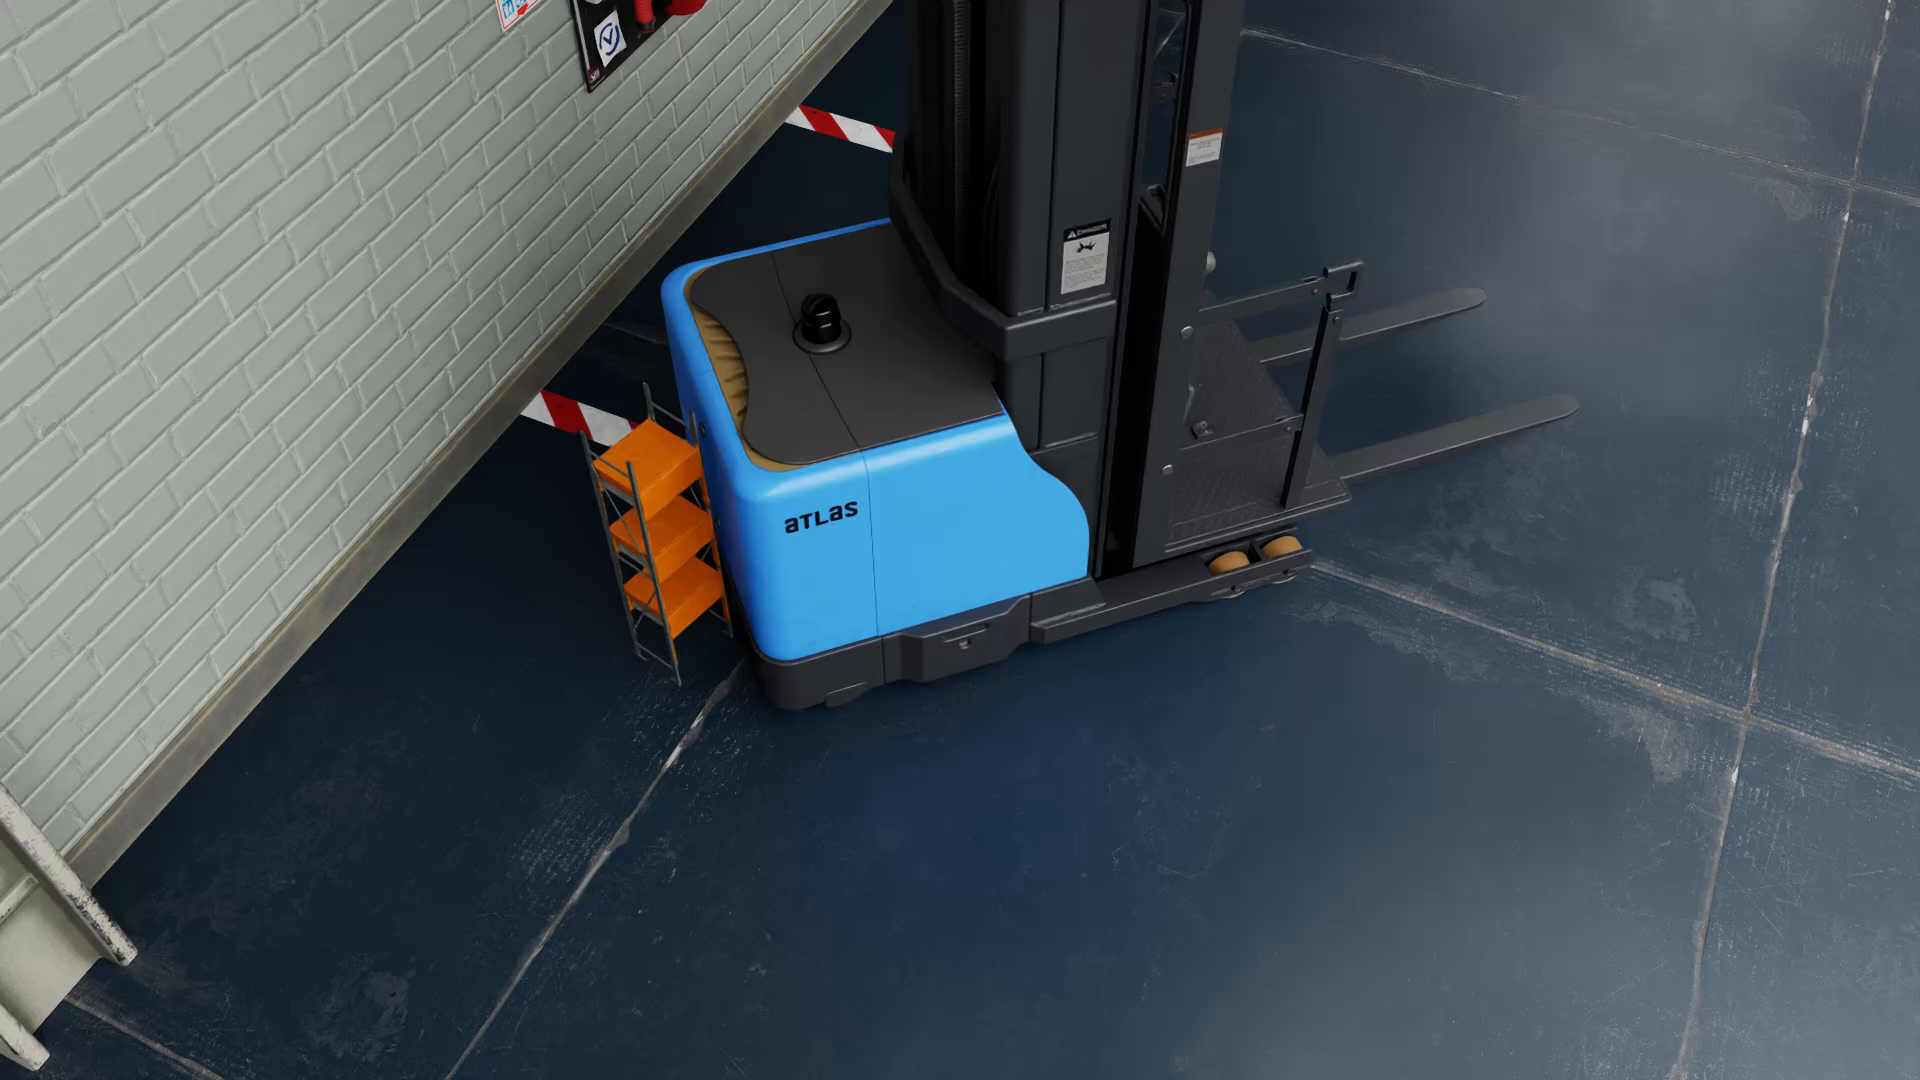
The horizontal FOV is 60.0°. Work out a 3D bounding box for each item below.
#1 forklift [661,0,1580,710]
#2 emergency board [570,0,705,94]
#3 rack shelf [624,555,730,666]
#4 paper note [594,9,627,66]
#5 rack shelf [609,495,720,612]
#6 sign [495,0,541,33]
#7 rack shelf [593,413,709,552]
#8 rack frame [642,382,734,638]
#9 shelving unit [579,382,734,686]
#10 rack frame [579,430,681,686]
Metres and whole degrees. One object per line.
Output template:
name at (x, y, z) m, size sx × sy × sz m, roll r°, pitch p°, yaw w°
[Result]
forklift at (0.650, -1.118, 4.777) m, size 3.031 × 2.935 × 1.130 m, roll -16°, pitch 51°, yaw -13°
emergency board at (-1.094, -2.155, 5.614) m, size 0.194 × 1.169 × 0.643 m, roll 20°, pitch 52°, yaw 16°
rack shelf at (-0.902, 0.195, 5.273) m, size 0.215 × 0.259 × 0.240 m, roll 31°, pitch 56°, yaw 24°
paper note at (-1.232, -1.770, 5.865) m, size 0.016 × 0.148 × 0.142 m, roll 20°, pitch 52°, yaw 16°
rack shelf at (-0.902, 0.016, 5.061) m, size 0.215 × 0.259 × 0.240 m, roll 31°, pitch 56°, yaw 24°
sign at (-1.424, -1.819, 5.305) m, size 0.001 × 0.329 × 0.234 m, roll 20°, pitch 52°, yaw 16°
rack shelf at (-0.903, -0.168, 4.844) m, size 0.215 × 0.259 × 0.240 m, roll 31°, pitch 56°, yaw 24°
rack frame at (-0.827, -0.064, 5.114) m, size 0.200 × 1.050 × 0.008 m, roll 31°, pitch 56°, yaw 24°
shelving unit at (-0.902, 0.009, 5.053) m, size 0.215 × 1.050 × 0.252 m, roll 31°, pitch 56°, yaw 24°
rack frame at (-0.978, 0.082, 4.991) m, size 0.200 × 1.050 × 0.008 m, roll 31°, pitch 56°, yaw 24°
